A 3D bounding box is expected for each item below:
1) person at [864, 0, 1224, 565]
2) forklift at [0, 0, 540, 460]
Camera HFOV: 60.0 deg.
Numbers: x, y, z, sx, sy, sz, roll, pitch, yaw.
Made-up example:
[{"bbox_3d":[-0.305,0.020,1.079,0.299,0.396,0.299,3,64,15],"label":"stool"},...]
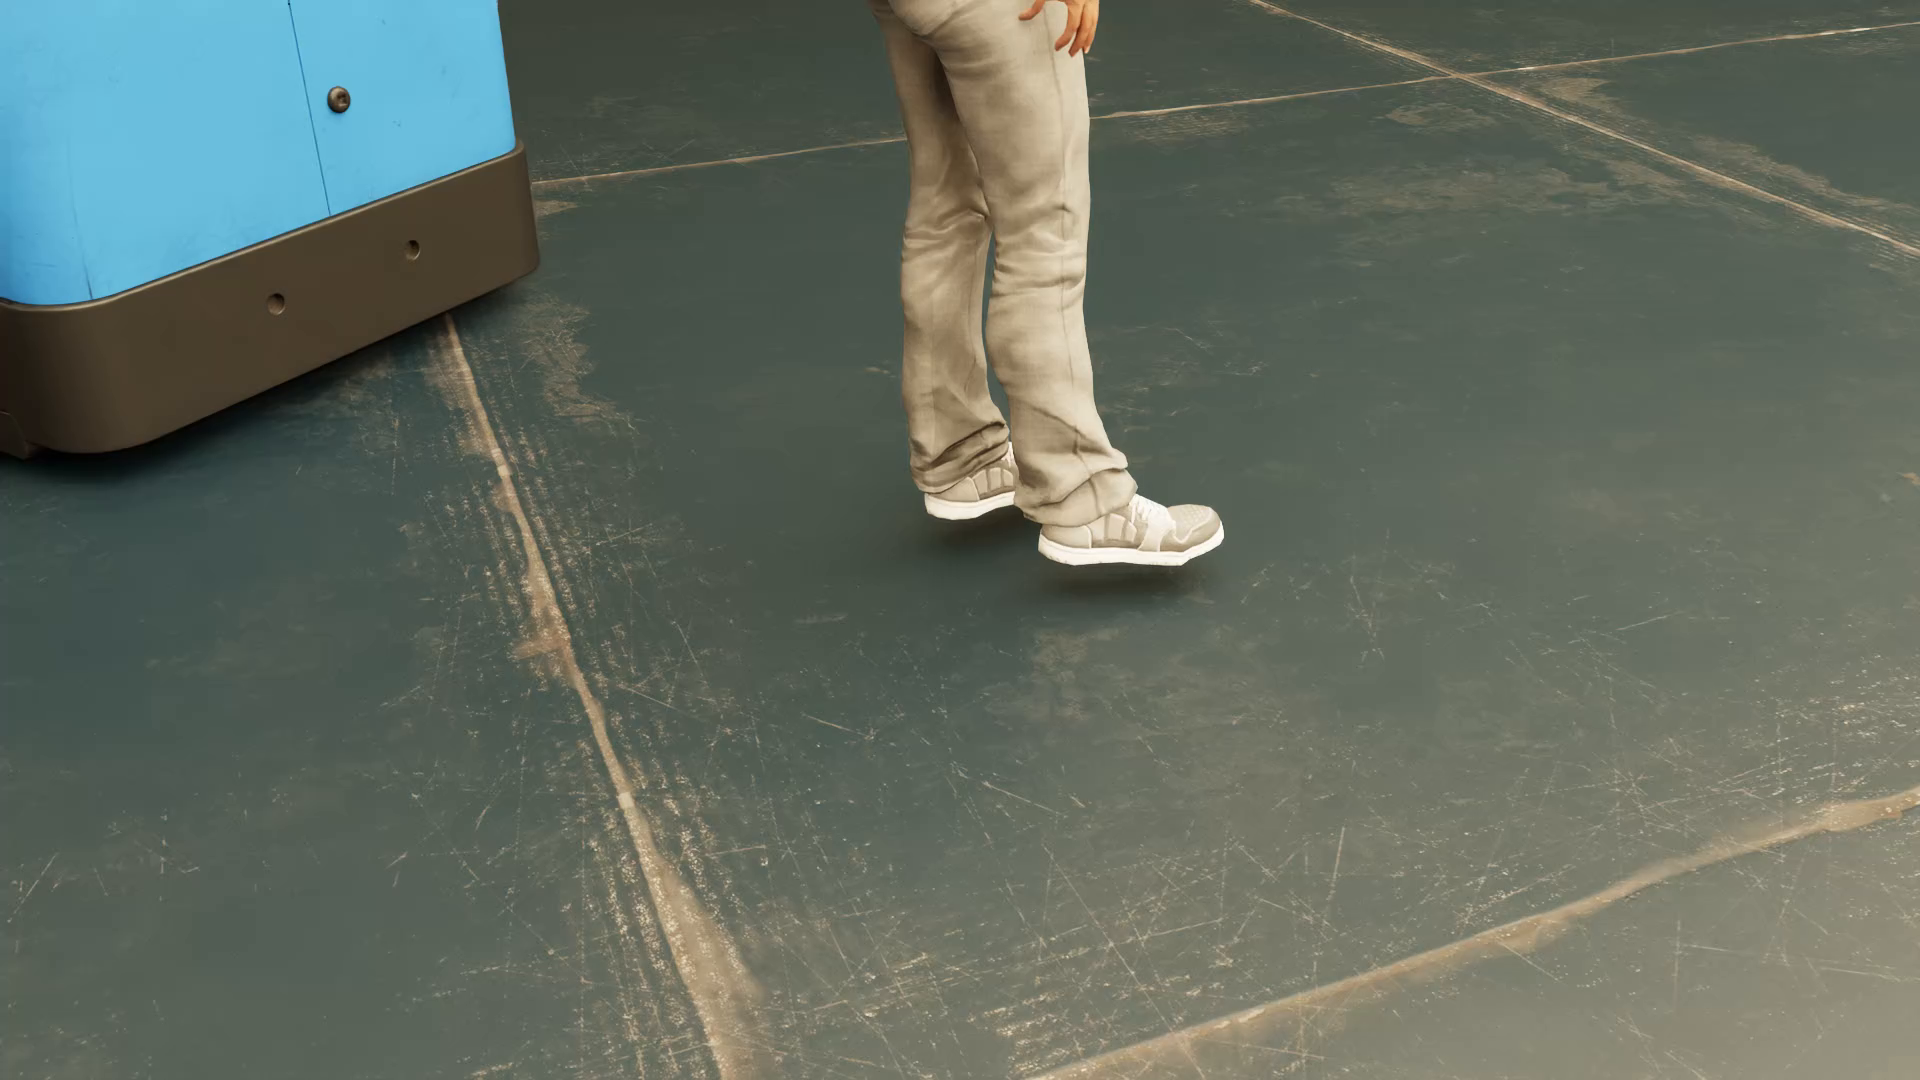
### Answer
[{"bbox_3d":[0.074,-0.743,2.094,0.474,1.598,0.519,-11,32,-19],"label":"person"},{"bbox_3d":[-2.372,-1.926,2.920,3.031,2.935,1.130,16,33,26],"label":"forklift"}]
